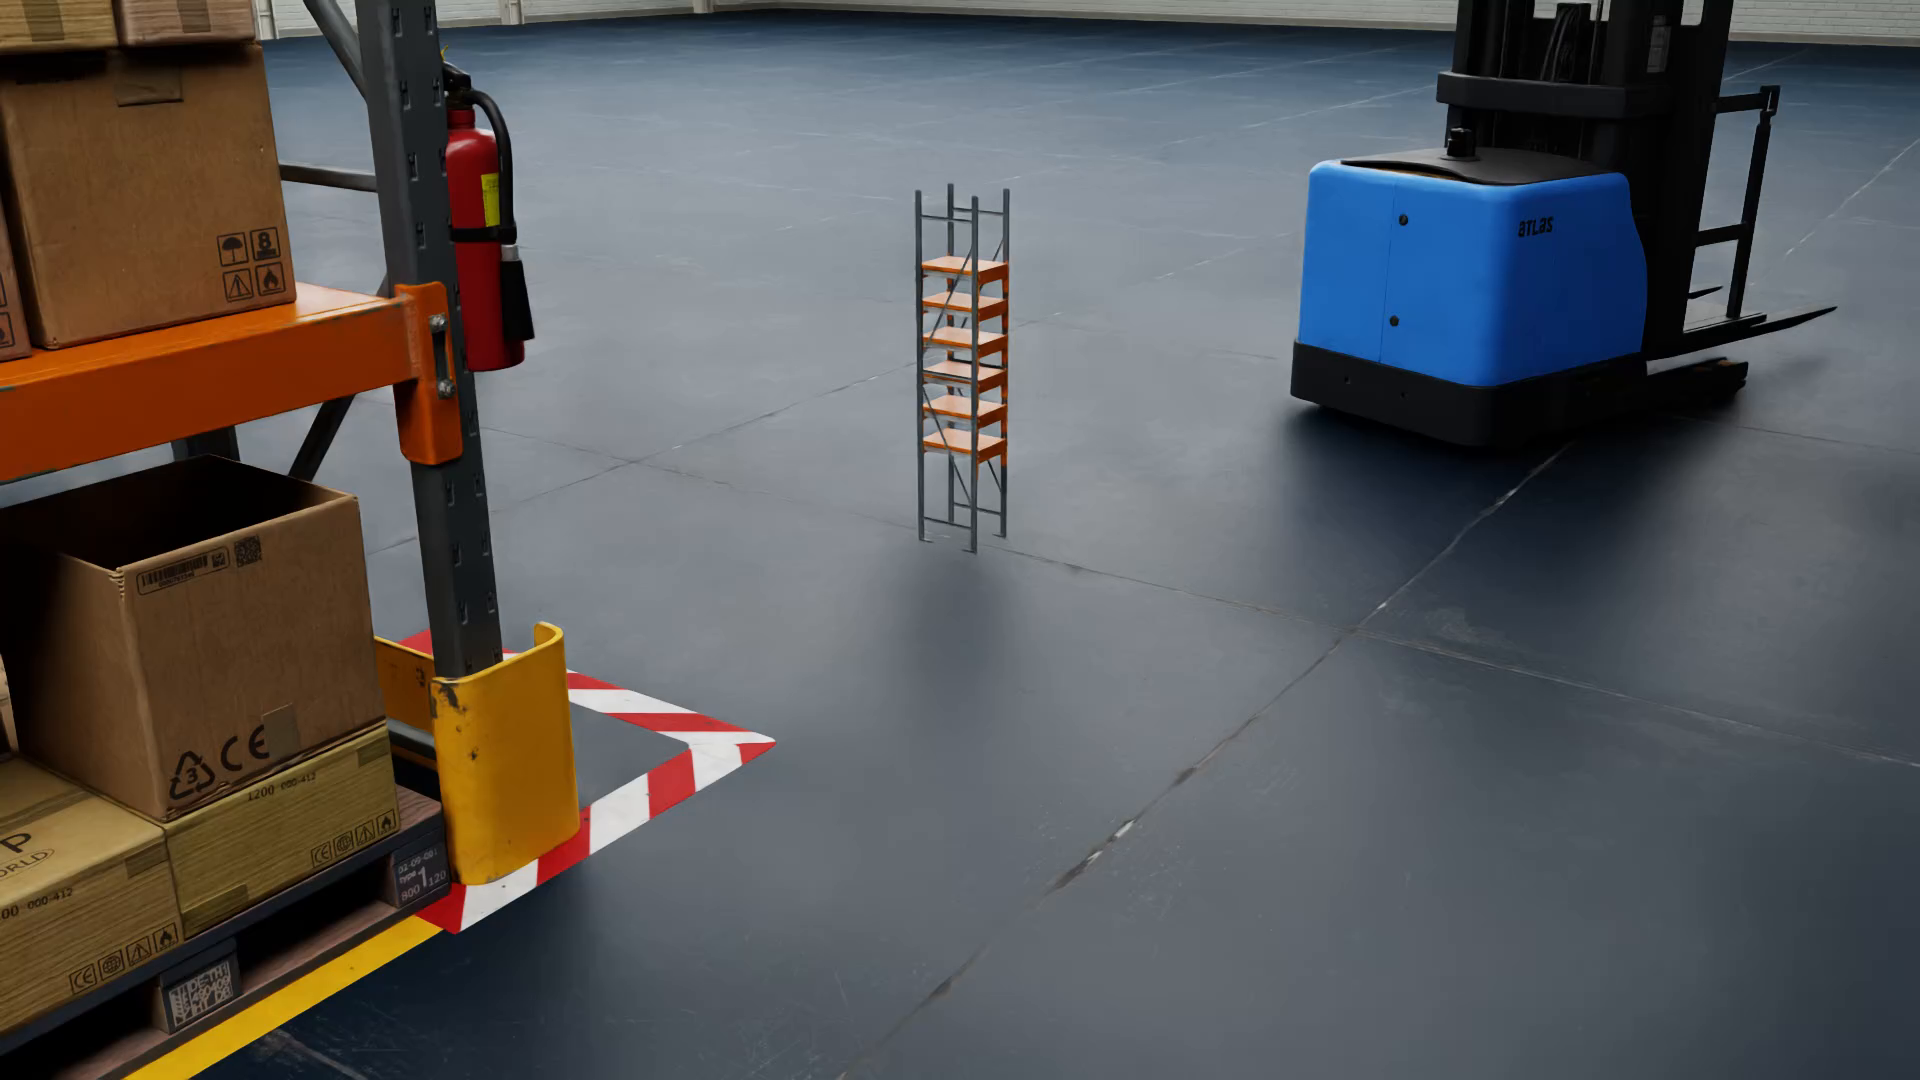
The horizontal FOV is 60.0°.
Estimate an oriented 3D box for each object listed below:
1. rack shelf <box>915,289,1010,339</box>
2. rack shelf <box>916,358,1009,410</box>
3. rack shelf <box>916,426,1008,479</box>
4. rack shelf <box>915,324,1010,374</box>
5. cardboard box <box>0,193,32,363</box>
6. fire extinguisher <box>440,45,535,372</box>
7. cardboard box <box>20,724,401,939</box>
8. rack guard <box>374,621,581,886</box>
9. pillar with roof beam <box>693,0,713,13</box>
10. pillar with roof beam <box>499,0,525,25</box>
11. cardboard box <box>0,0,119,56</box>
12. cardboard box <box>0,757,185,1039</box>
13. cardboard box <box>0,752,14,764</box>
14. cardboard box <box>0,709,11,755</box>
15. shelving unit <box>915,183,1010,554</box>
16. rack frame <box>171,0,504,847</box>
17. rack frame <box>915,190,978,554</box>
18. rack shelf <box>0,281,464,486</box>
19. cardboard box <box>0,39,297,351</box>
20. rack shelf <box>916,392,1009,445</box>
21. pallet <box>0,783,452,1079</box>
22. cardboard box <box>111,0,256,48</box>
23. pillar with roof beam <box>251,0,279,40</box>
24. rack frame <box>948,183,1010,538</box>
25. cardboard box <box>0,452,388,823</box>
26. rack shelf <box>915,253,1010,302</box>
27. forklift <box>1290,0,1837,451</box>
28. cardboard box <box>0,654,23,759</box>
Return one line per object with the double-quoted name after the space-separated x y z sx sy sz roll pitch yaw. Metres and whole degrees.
0.008 -0.750 5.500 0.258 0.103 0.180 13 24 32 "rack shelf"
0.008 -0.525 5.583 0.258 0.103 0.180 13 24 32 "rack shelf"
0.008 -0.300 5.667 0.258 0.103 0.180 13 24 32 "rack shelf"
0.008 -0.638 5.542 0.258 0.103 0.180 13 24 32 "rack shelf"
-2.028 -0.551 2.786 0.700 0.500 0.500 14 24 33 "cardboard box"
-1.013 -0.694 3.429 0.296 0.674 0.183 13 24 32 "fire extinguisher"
-1.521 0.517 3.401 0.500 0.250 0.500 13 24 32 "cardboard box"
-1.450 0.379 4.021 1.175 0.500 0.348 13 24 32 "rack guard"
-2.670 -16.177 36.528 9.100 9.000 0.400 13 24 32 "pillar with roof beam"
-6.043 -14.456 31.874 9.100 9.000 0.400 13 24 32 "pillar with roof beam"
-1.667 -0.916 2.838 0.380 0.149 0.250 14 24 33 "cardboard box"
-1.792 0.663 3.007 0.500 0.250 0.500 13 24 32 "cardboard box"
-2.227 0.560 3.284 0.500 0.250 0.500 13 24 32 "cardboard box"
-2.228 0.208 3.155 0.500 0.500 0.500 13 24 32 "cardboard box"
0.008 -0.567 5.568 0.258 1.200 0.189 13 24 32 "shelving unit"
-1.464 -0.787 3.569 1.000 3.000 0.127 13 24 32 "rack frame"
-0.043 -0.541 5.497 0.240 1.200 0.006 13 24 32 "rack frame"
-2.588 0.124 2.142 1.077 0.370 4.000 13 24 32 "rack shelf"
-1.737 -0.702 3.196 0.700 0.500 0.500 13 24 32 "cardboard box"
0.008 -0.413 5.625 0.258 0.103 0.180 13 24 32 "rack shelf"
-1.859 0.748 3.437 1.003 0.211 1.213 13 24 32 "pallet"
-1.521 -0.991 3.042 0.380 0.149 0.250 13 24 31 "cardboard box"
-9.415 -12.734 27.220 9.100 9.000 0.400 13 24 32 "pillar with roof beam"
0.060 -0.593 5.639 0.240 1.200 0.006 13 24 32 "rack frame"
-1.519 0.166 3.270 0.500 0.500 0.500 13 24 32 "cardboard box"
0.008 -0.863 5.459 0.258 0.103 0.180 13 24 32 "rack shelf"
2.940 -2.114 7.255 3.031 2.935 1.130 -14 25 -33 "forklift"
-1.949 0.416 3.674 0.500 0.250 0.500 13 24 32 "cardboard box"
